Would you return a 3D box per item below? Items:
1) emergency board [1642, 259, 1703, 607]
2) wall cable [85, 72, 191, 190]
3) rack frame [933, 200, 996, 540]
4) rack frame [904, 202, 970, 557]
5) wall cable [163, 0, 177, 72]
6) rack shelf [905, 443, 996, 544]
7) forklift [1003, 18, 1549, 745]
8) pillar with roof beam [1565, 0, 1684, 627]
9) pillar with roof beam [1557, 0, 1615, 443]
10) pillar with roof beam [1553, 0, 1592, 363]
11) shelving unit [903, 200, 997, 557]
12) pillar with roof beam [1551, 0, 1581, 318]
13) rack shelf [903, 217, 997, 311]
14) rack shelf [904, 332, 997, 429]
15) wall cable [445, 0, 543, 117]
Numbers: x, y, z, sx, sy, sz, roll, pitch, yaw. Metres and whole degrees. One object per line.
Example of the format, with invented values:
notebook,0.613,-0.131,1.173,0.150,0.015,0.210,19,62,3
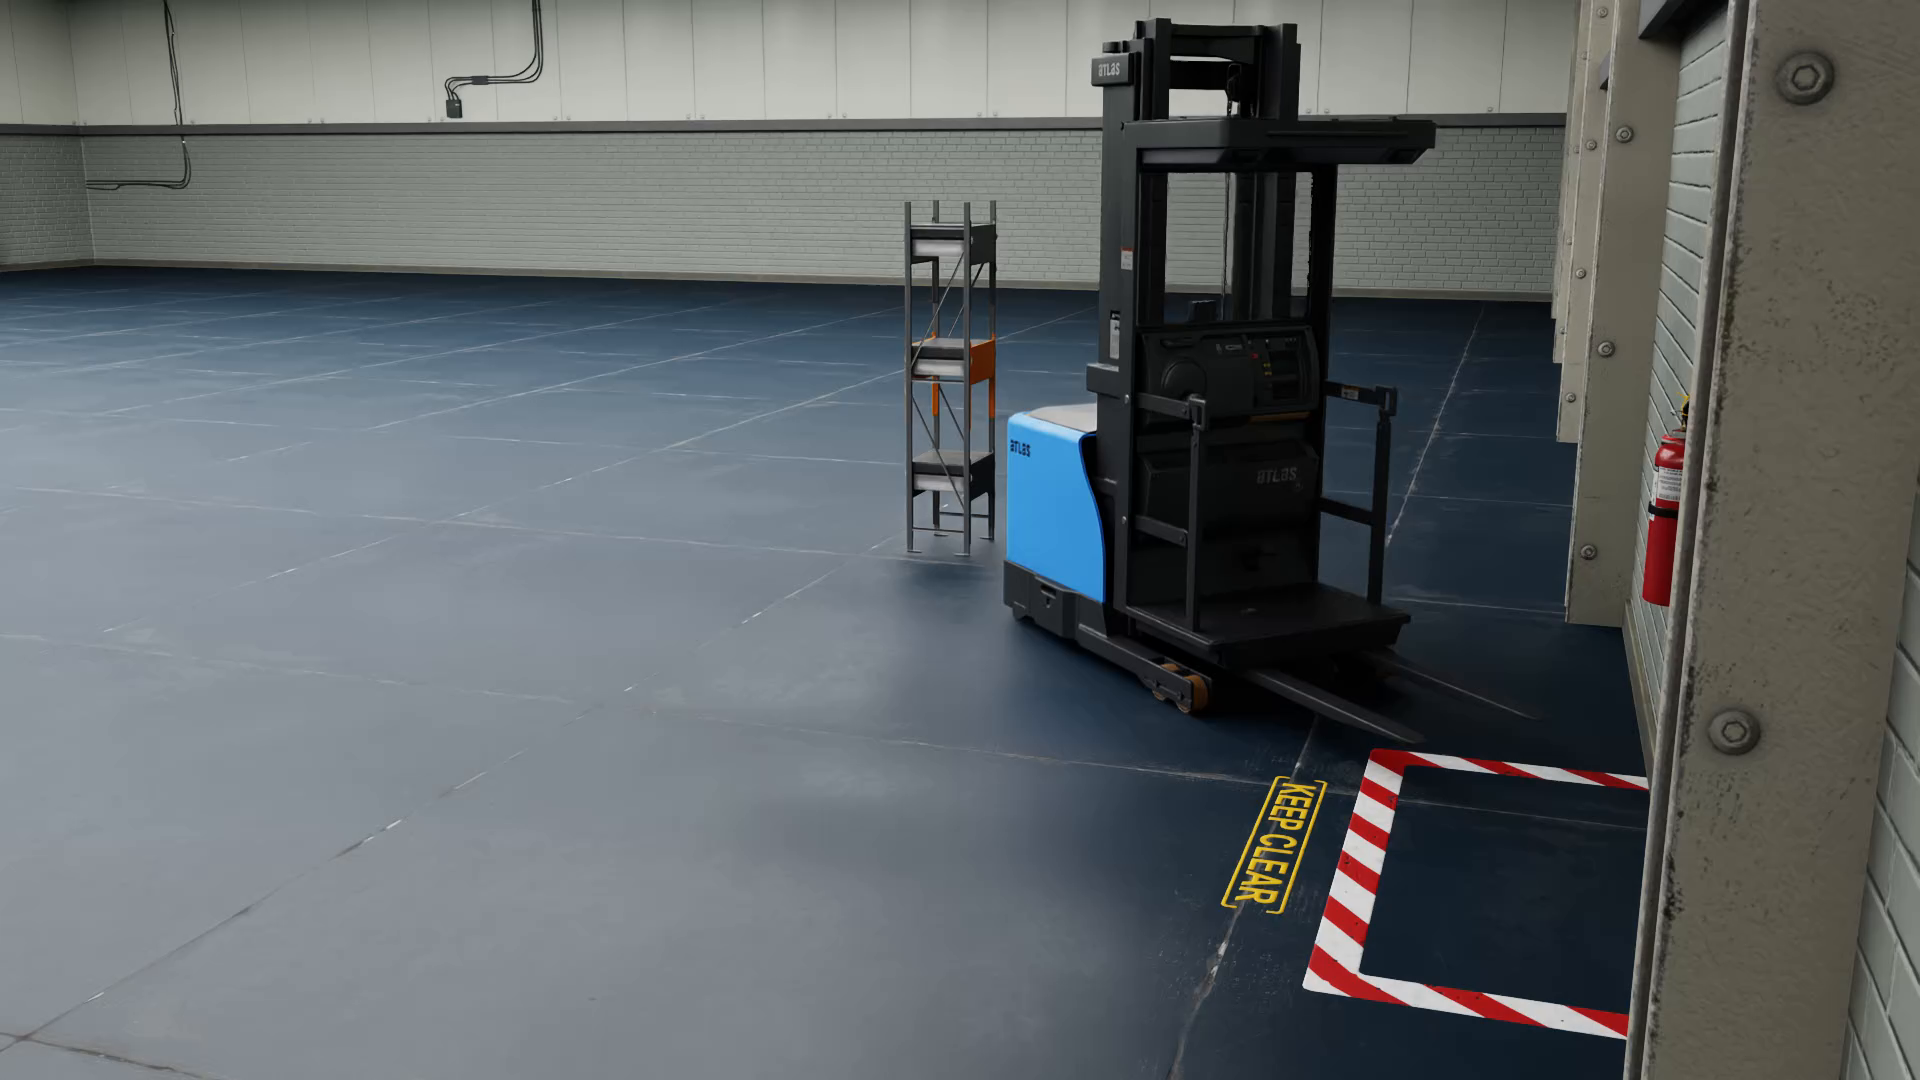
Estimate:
emergency board,2.241,-0.319,5.145,0.194,1.169,0.643,4,14,18
wall cable,-18.430,-9.059,36.932,3.097,2.526,0.112,4,14,18
rack frame,0.025,-1.040,10.327,0.400,2.100,0.015,4,14,18
rack frame,-0.133,-0.937,9.876,0.400,2.100,0.015,4,14,18
wall cable,-15.870,-11.326,35.516,3.097,2.526,0.112,4,14,18
rack shelf,-0.054,-0.293,10.260,0.431,0.518,0.480,4,14,18
forklift,1.328,-0.790,7.362,1.130,2.935,3.031,-6,14,-25
pillar with roof beam,-0.726,-4.300,9.103,9.100,9.000,0.400,4,14,18
pillar with roof beam,1.215,-5.563,14.637,9.100,9.000,0.400,4,14,18
pillar with roof beam,3.156,-6.826,20.172,9.100,9.000,0.400,4,14,18
shelving unit,-0.054,-0.989,10.102,0.431,2.100,0.503,4,14,18
pillar with roof beam,5.098,-8.089,25.707,9.100,9.000,0.400,4,14,18
rack shelf,-0.054,-1.658,9.949,0.431,0.518,0.480,4,14,18
rack shelf,-0.054,-0.976,10.105,0.431,0.518,0.480,4,14,18
wall cable,-9.452,-11.544,33.199,2.305,6.003,0.169,4,14,18
